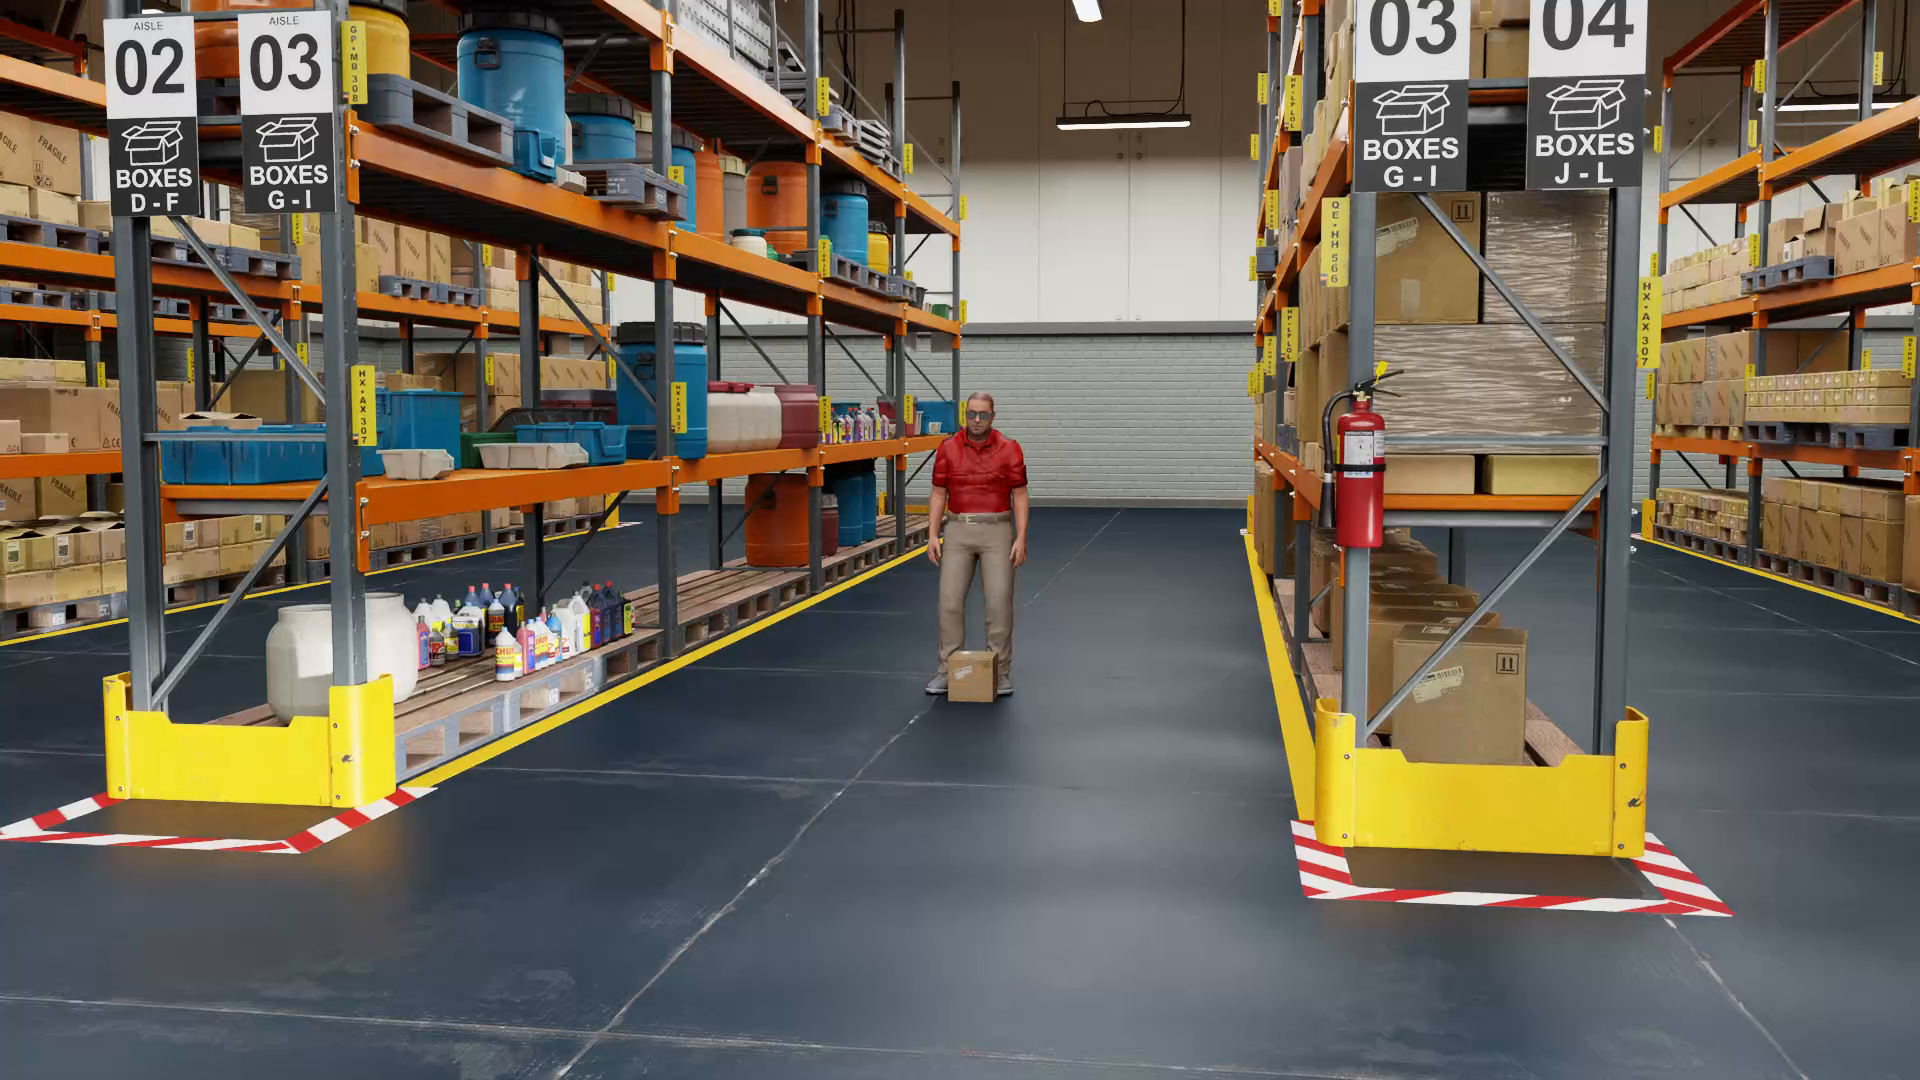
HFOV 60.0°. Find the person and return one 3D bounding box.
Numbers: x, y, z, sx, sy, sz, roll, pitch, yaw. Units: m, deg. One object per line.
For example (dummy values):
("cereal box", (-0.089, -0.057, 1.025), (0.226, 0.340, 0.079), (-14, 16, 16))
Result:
("person", (0.101, 0.012, 9.572), (0.586, 1.726, 0.396), (1, 4, 9))
